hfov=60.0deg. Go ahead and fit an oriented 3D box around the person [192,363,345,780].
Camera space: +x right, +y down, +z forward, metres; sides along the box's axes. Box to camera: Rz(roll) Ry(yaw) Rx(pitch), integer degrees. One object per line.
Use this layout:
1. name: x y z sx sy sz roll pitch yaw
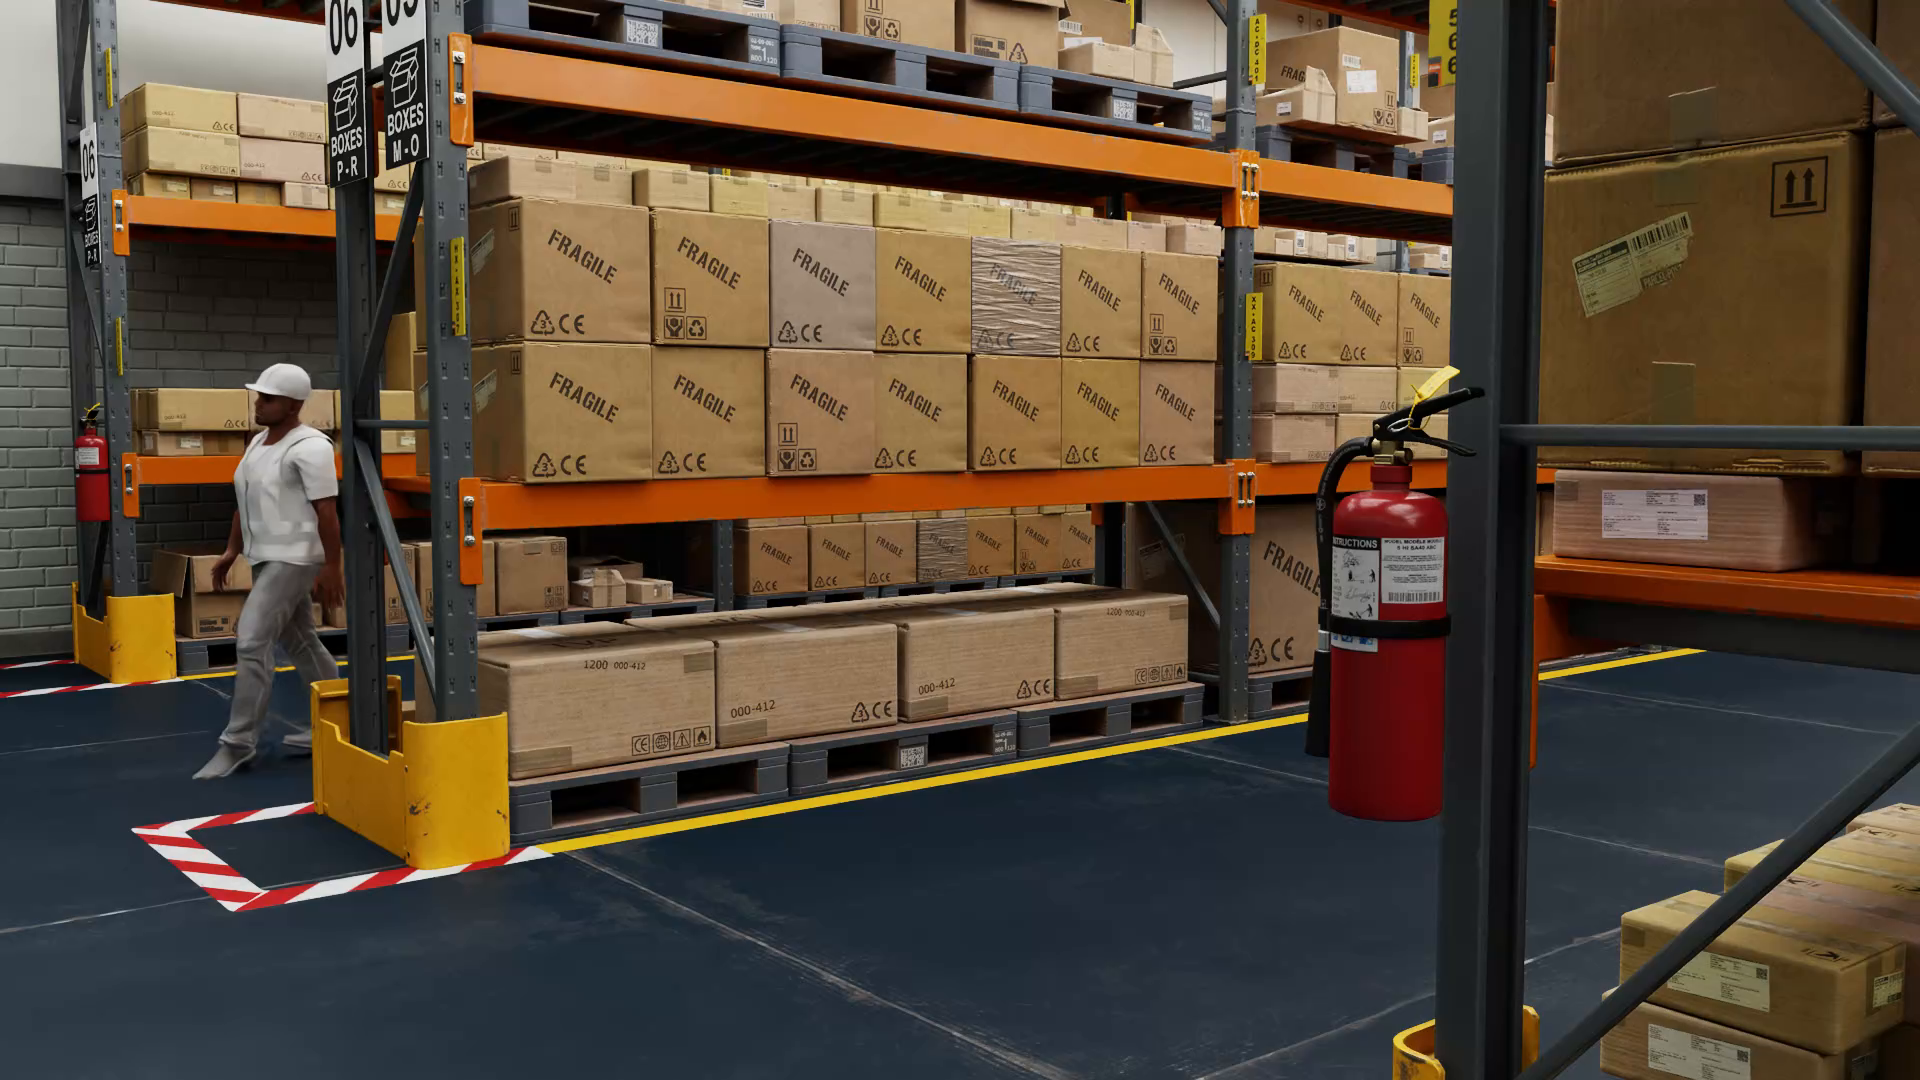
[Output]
1. person: -3.048 0.125 7.329 0.779 1.796 0.645 -4 6 -44
